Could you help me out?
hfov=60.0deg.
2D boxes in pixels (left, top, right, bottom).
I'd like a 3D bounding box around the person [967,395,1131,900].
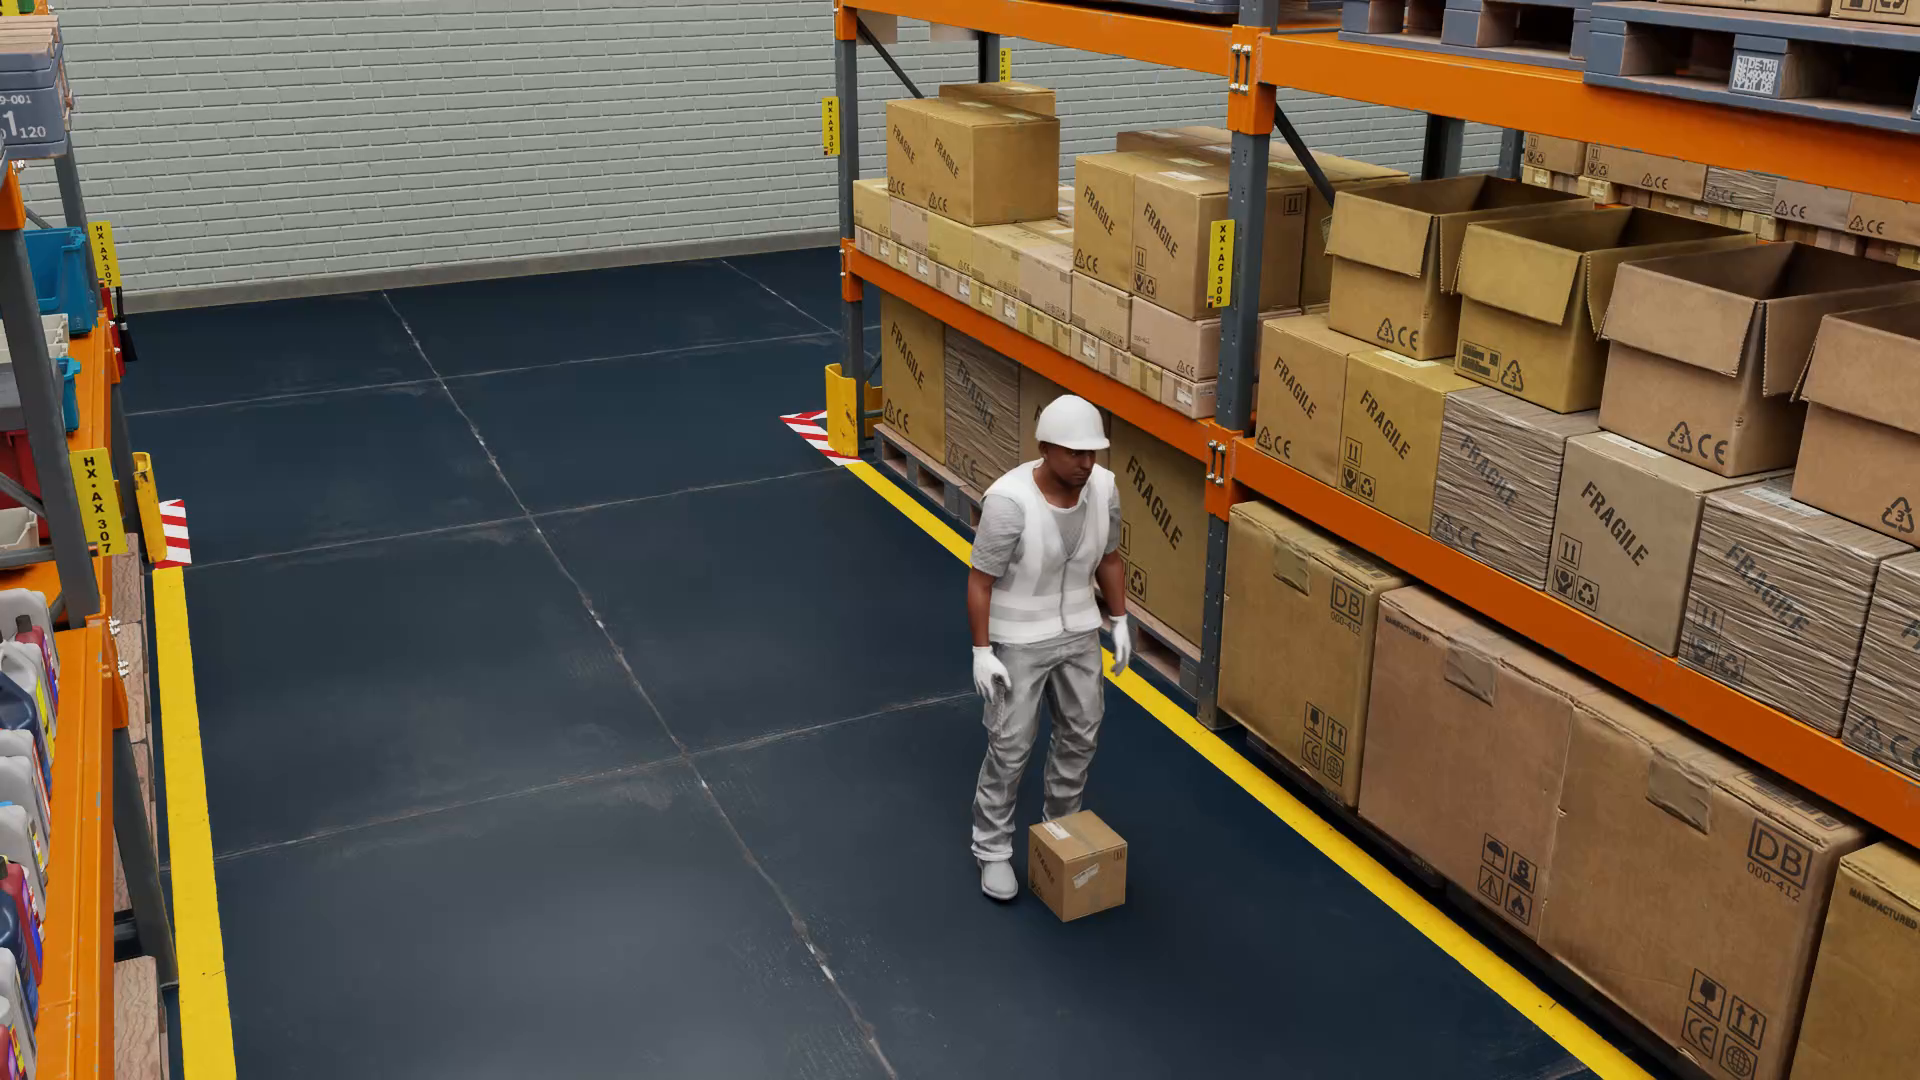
[{"bbox_3d":[0.309,0.349,5.704,0.630,1.776,0.443,-11,25,-26],"label":"person"}]
